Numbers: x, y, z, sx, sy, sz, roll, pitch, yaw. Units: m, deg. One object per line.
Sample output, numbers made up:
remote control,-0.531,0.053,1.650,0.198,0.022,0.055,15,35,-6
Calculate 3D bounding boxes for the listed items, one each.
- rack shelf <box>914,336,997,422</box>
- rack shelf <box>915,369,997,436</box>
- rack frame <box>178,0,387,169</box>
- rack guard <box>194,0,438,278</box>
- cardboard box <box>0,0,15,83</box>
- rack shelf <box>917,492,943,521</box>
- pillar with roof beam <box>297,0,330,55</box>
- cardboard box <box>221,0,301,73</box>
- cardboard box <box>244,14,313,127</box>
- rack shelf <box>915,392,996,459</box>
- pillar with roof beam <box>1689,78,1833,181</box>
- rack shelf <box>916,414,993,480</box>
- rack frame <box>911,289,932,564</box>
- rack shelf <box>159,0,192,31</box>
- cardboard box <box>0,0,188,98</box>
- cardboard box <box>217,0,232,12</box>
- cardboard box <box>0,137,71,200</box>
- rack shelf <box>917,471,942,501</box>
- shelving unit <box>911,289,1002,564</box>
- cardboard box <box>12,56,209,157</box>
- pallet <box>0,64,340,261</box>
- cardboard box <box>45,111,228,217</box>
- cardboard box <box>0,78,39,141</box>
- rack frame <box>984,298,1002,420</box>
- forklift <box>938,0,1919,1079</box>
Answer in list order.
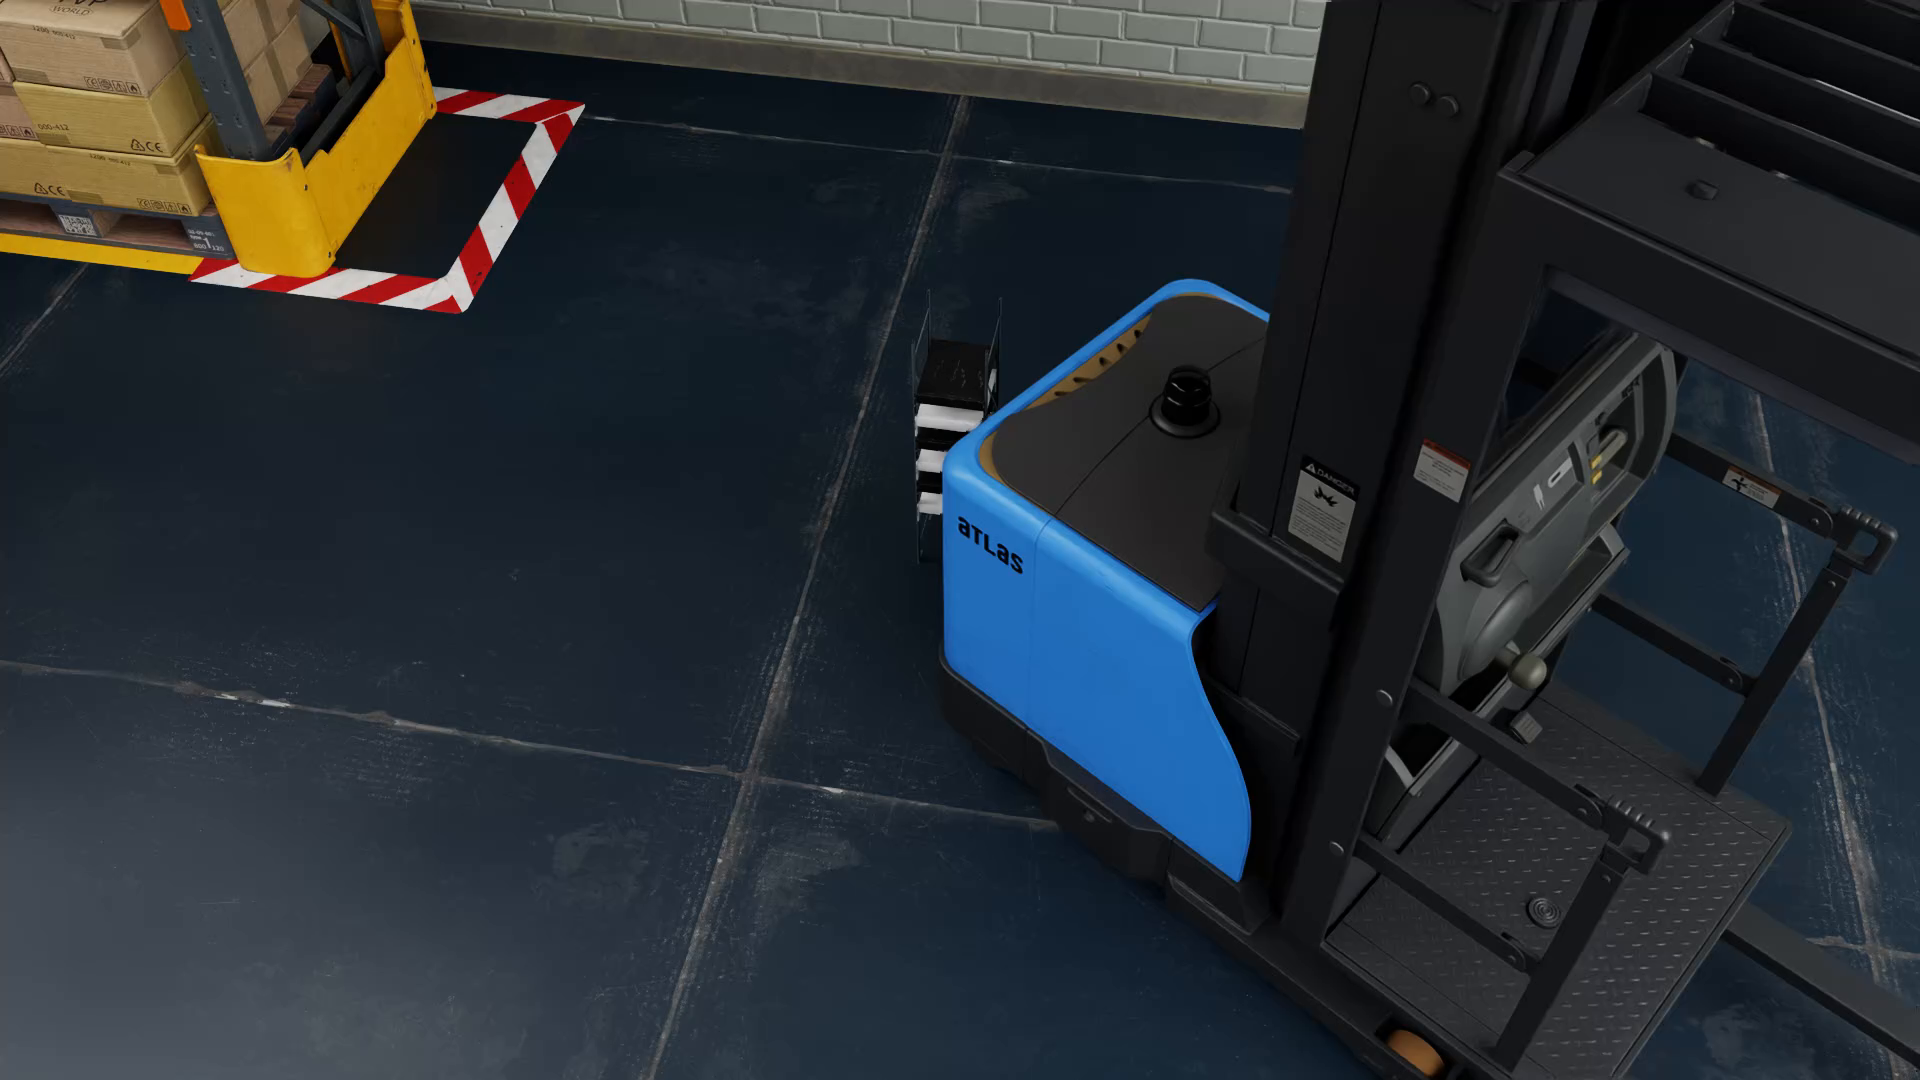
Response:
rack shelf,-0.008,-0.460,4.740,0.200,0.077,0.258,8,49,7
rack shelf,-0.008,-0.400,4.807,0.200,0.077,0.258,8,49,7
rack frame,-2.437,-2.411,5.400,0.127,3.000,1.000,8,49,7
rack guard,-2.413,-1.573,6.327,0.348,0.500,1.175,8,49,7
cardboard box,-3.449,-1.863,5.801,0.500,0.250,0.500,8,49,8
rack shelf,-0.008,-0.159,5.075,0.200,0.077,0.258,8,49,7
pillar with roof beam,-3.727,-2.017,1.013,0.400,9.000,9.100,8,49,7
cardboard box,-2.862,-2.014,6.273,0.500,0.250,0.500,8,49,8
cardboard box,-2.885,-1.841,6.454,0.500,0.250,0.500,8,49,7
rack shelf,-0.008,-0.340,4.874,0.200,0.077,0.258,8,49,7
pillar with roof beam,2.177,-1.223,0.299,0.400,9.000,9.100,8,49,7
rack shelf,-0.008,-0.280,4.941,0.200,0.077,0.258,8,49,7
rack frame,-0.108,-0.315,4.928,0.006,0.900,0.240,8,49,7
rack shelf,-4.405,-2.435,5.905,4.000,0.370,1.077,8,49,7
cardboard box,-2.945,-1.799,5.744,0.500,0.250,0.500,9,49,8
cardboard box,-2.876,-2.169,6.076,0.500,0.250,0.500,7,48,6
cardboard box,-3.443,-1.536,6.180,0.500,0.250,0.500,8,49,7
rack shelf,-0.008,-0.219,5.008,0.200,0.077,0.258,8,49,7
shelving unit,-0.008,-0.302,4.916,0.210,0.900,0.258,8,49,7
cardboard box,-2.971,-1.635,5.933,0.500,0.250,0.500,7,48,6
pallet,-3.197,-1.550,6.501,1.213,0.211,1.003,8,49,7
cardboard box,-2.955,-1.464,6.115,0.500,0.250,0.500,8,49,7
cardboard box,-3.463,-1.709,6.000,0.500,0.250,0.500,7,48,6
rack frame,0.092,-0.288,4.904,0.006,0.900,0.240,8,49,7
forklift,1.361,0.022,3.260,3.031,2.935,1.130,35,57,27
